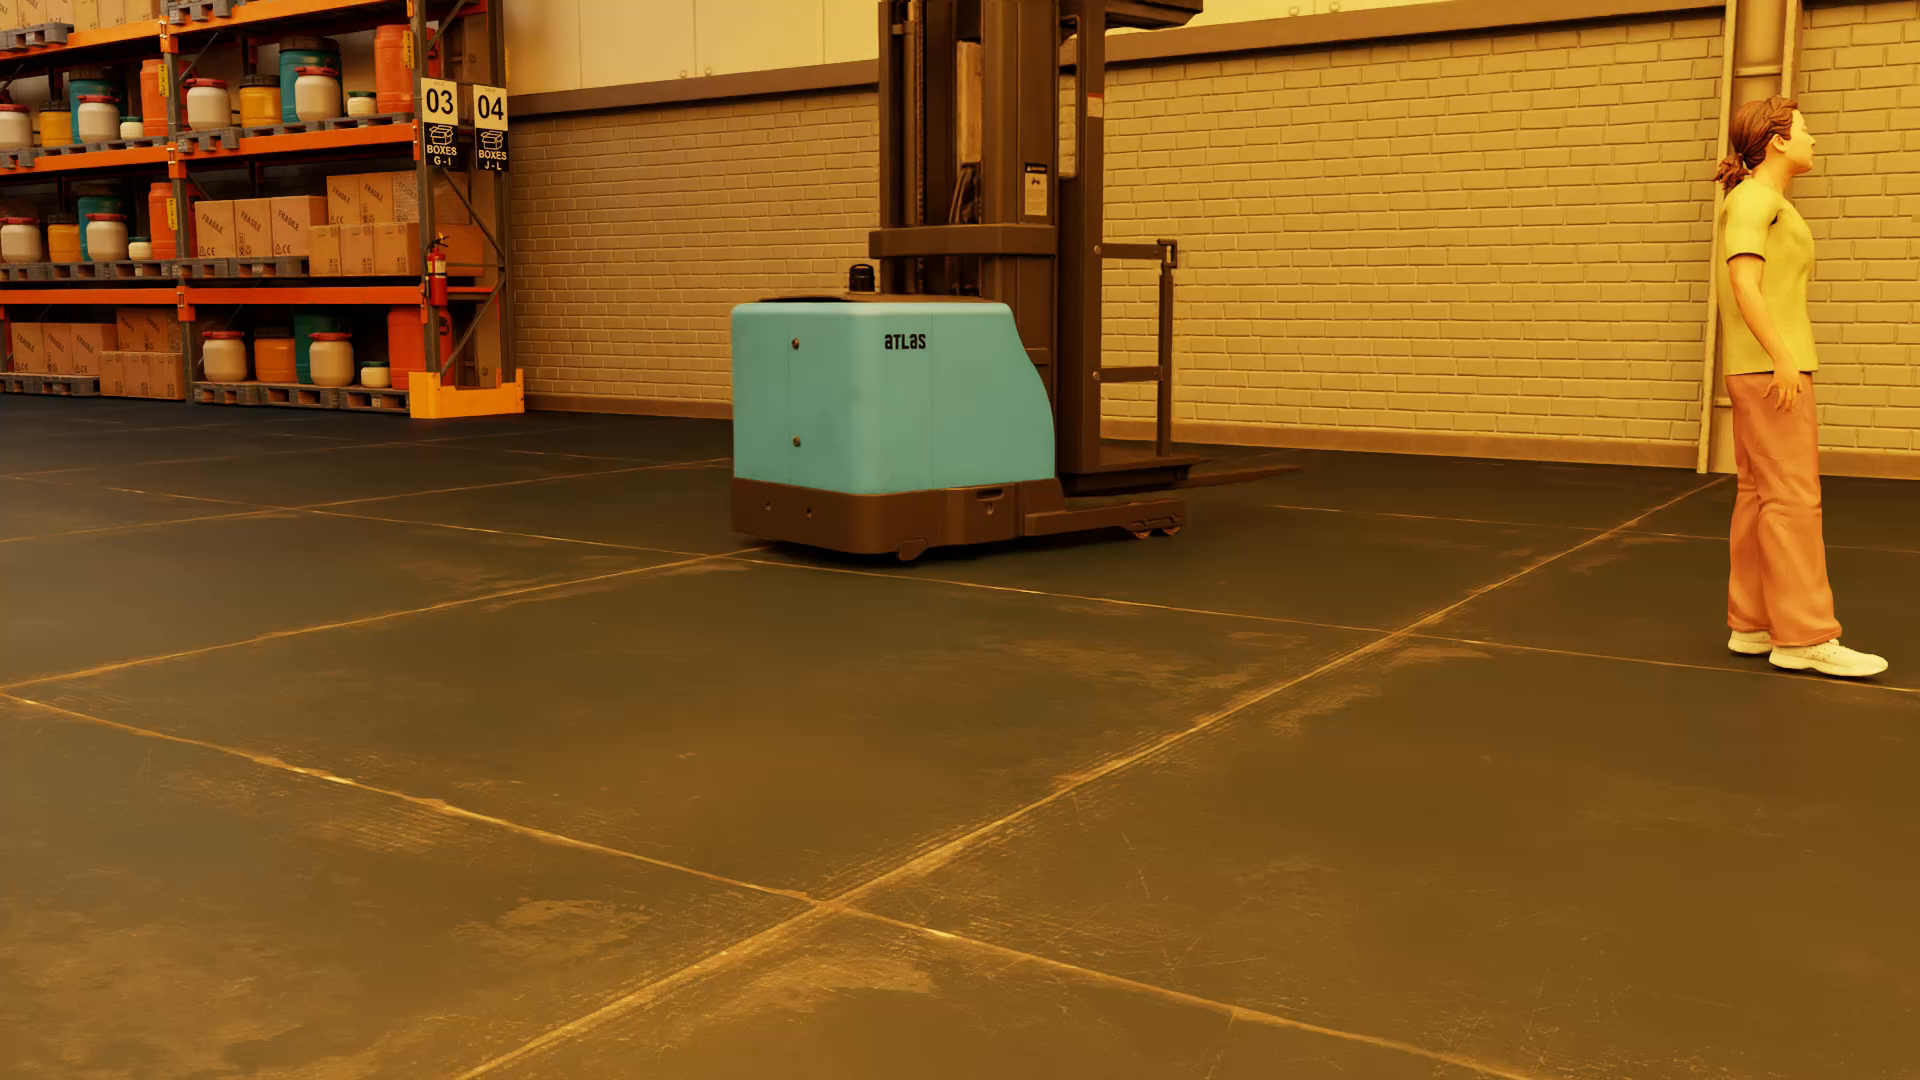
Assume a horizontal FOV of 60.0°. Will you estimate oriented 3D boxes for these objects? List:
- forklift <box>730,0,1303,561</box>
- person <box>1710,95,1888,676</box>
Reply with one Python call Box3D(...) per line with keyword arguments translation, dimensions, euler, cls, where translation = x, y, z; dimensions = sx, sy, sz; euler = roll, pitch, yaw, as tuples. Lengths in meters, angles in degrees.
Box3D(translation=(0.428, -1.510, 7.812), dimensions=(3.031, 2.935, 1.130), euler=(-7, 11, -40), cls="forklift")
Box3D(translation=(2.496, -0.478, 4.958), dimensions=(0.548, 1.673, 0.554), euler=(4, 9, 24), cls="person")
